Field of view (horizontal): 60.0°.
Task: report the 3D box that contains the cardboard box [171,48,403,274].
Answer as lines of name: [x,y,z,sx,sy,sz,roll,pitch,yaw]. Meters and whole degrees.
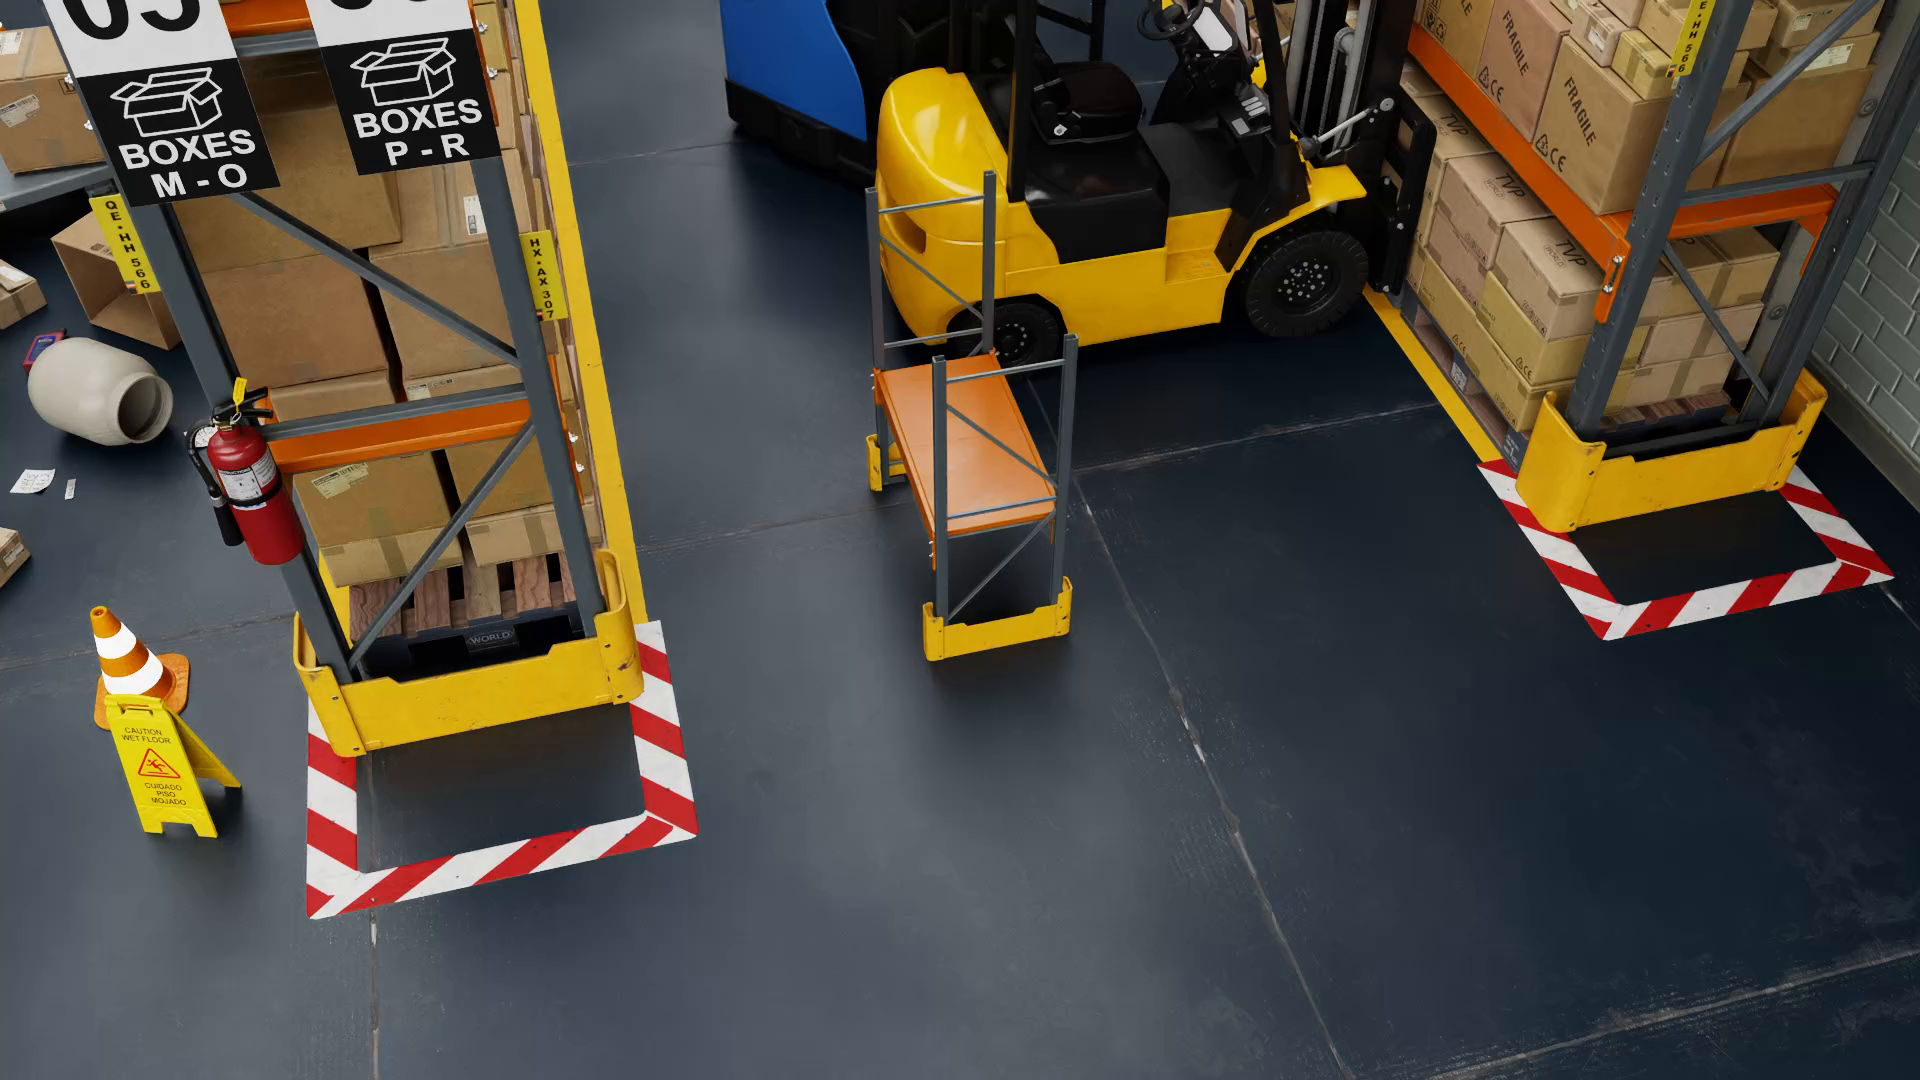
cardboard box: [-2.140,-1.203,5.101,0.700,0.500,0.500,-12,47,-11]

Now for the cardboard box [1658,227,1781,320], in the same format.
cardboard box: [3.059,-1.212,7.020,0.500,0.250,0.500,-11,47,-11]

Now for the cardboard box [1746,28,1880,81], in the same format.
cardboard box: [3.163,-1.855,6.194,0.380,0.149,0.250,-12,47,-11]

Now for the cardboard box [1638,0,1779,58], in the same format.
cardboard box: [2.704,-1.886,6.016,0.380,0.149,0.250,-11,47,-10]

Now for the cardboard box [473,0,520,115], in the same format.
cardboard box: [-2.057,-1.976,6.559,0.500,0.500,0.500,-12,47,-11]

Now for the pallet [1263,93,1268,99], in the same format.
pallet: [2.138,-2.540,9.342,1.003,0.211,1.213,-11,47,-10]

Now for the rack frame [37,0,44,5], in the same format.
rack frame: [-1.798,-2.501,3.151,1.000,3.000,0.127,-11,47,-10]

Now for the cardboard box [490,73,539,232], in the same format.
cardboard box: [-1.787,-1.275,5.872,0.500,0.500,0.500,-9,46,-9]

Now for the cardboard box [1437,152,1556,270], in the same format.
cardboard box: [2.443,-1.458,7.261,0.500,0.250,0.500,-10,46,-10]

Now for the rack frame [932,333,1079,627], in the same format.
rack frame: [0.152,-0.115,6.063,0.500,1.500,0.032,-11,47,-10]

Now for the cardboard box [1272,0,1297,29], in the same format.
cardboard box: [1.917,-2.861,8.636,0.500,0.250,0.500,-11,47,-10]

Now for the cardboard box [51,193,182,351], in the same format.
cardboard box: [-3.863,-1.300,7.923,0.500,0.500,0.500,19,48,17]

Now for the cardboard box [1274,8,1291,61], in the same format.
cardboard box: [1.931,-2.695,8.822,0.500,0.250,0.500,-11,47,-11]

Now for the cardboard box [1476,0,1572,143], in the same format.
cardboard box: [2.495,-1.998,6.788,0.500,0.500,0.500,-9,46,-9]

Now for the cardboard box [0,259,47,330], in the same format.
cardboard box: [-4.689,-1.251,8.041,0.396,0.266,0.258,27,51,24]

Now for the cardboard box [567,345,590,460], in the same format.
cardboard box: [-1.861,-0.547,7.068,0.500,0.250,0.500,-9,46,-9]

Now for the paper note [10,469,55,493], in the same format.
paper note: [-4.037,-0.260,7.243,0.148,0.019,0.142,4,46,4]

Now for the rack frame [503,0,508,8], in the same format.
rack frame: [-2.822,-3.163,8.000,1.000,3.000,0.127,-11,47,-10]

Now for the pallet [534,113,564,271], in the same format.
pallet: [-2.616,-1.729,8.548,1.003,0.211,1.213,-11,47,-10]

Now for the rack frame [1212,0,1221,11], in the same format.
rack frame: [1.975,-4.073,8.892,1.000,3.000,0.127,-11,47,-10]

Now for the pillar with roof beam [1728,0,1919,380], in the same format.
pillar with roof beam: [-0.470,-3.269,3.904,9.100,9.000,0.400,-11,47,-10]

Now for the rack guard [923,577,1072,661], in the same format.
rack guard: [0.147,0.309,6.523,0.587,0.250,0.087,-11,47,-10]

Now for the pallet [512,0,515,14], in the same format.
pallet: [-3.339,-3.568,10.349,1.003,0.211,1.213,-11,47,-10]

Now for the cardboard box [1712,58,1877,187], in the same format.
cardboard box: [3.141,-1.739,6.535,0.500,0.500,0.500,-9,46,-9]

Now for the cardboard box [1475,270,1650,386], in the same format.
cardboard box: [2.572,-0.950,7.112,0.500,0.250,0.500,-11,47,-11]

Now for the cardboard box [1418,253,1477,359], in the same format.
cardboard box: [2.455,-1.107,7.617,0.500,0.250,0.500,-11,47,-10]

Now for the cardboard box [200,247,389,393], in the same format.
cardboard box: [-2.204,-0.865,5.469,0.500,0.500,0.500,-11,47,-11]

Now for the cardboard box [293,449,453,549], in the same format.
cardboard box: [-2.256,-0.354,6.353,0.500,0.500,0.500,-10,46,-10]

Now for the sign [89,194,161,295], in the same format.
sign: [-2.340,-0.829,4.681,0.100,0.325,0.005,-11,47,-10]

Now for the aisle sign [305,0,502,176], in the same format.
aisle sign: [-1.483,-1.325,4.379,0.394,0.787,0.004,-11,47,-10]

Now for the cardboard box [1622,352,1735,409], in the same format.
cardboard box: [3.062,-0.871,7.385,0.500,0.250,0.500,-11,47,-10]

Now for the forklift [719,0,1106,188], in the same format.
forklift: [0.185,-2.944,7.834,3.031,2.935,1.130,30,53,26]

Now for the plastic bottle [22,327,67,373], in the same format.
plastic bottle: [-4.305,-0.900,7.840,0.133,0.061,0.283,-3,46,-3]

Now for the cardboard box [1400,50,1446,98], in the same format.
cardboard box: [2.182,-2.156,7.944,0.500,0.250,0.500,-12,47,-11]

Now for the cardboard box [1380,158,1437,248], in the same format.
cardboard box: [2.302,-1.650,7.799,0.500,0.250,0.500,-12,47,-11]

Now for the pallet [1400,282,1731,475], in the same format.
pallet: [2.763,-0.856,7.691,1.003,0.211,1.213,-11,47,-10]

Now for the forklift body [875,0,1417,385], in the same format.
forklift body: [0.750,-1.990,7.445,2.313,2.155,1.214,-11,47,-10]

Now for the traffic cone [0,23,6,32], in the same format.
traffic cone: [-5.534,-2.892,9.511,0.336,0.463,0.334,-11,47,-10]

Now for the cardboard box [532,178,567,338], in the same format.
cardboard box: [-2.003,-1.180,7.163,0.500,0.500,0.500,-10,46,-10]

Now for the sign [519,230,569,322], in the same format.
sign: [-1.274,-0.803,5.082,0.100,0.325,0.005,-11,47,-10]

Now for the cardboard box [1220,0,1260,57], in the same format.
cardboard box: [1.779,-2.863,9.337,0.500,0.250,0.500,-10,46,-10]

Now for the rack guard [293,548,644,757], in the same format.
rack guard: [-1.818,0.421,6.238,1.175,0.500,0.348,-11,47,-10]

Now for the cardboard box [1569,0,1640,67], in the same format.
cardboard box: [2.545,-1.932,6.270,0.380,0.149,0.250,-10,46,-10]

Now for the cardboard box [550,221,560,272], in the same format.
cardboard box: [-2.139,-1.271,7.777,0.500,0.250,0.500,-10,46,-10]

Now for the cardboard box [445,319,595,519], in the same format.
cardboard box: [-1.744,-0.472,6.469,0.500,0.500,0.500,-12,47,-12]

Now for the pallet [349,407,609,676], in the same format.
pallet: [-1.992,-0.045,6.897,1.003,0.211,1.213,-11,47,-10]

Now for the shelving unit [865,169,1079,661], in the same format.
shelving unit: [0.020,-0.472,6.414,0.587,1.500,1.083,-11,47,-10]

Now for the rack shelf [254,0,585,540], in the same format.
rack shelf: [-2.310,-1.530,6.904,1.077,0.370,4.000,-11,47,-10]

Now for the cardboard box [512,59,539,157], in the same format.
cardboard box: [-2.280,-1.900,7.868,0.500,0.500,0.500,-10,46,-10]

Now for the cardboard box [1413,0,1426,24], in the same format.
cardboard box: [2.224,-2.697,7.473,0.500,0.500,0.500,-10,46,-10]

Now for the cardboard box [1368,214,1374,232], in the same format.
cardboard box: [2.181,-1.809,8.305,0.500,0.250,0.500,-9,46,-9]

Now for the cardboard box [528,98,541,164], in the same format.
cardboard box: [-2.411,-1.988,8.480,0.500,0.250,0.500,-9,46,-9]
